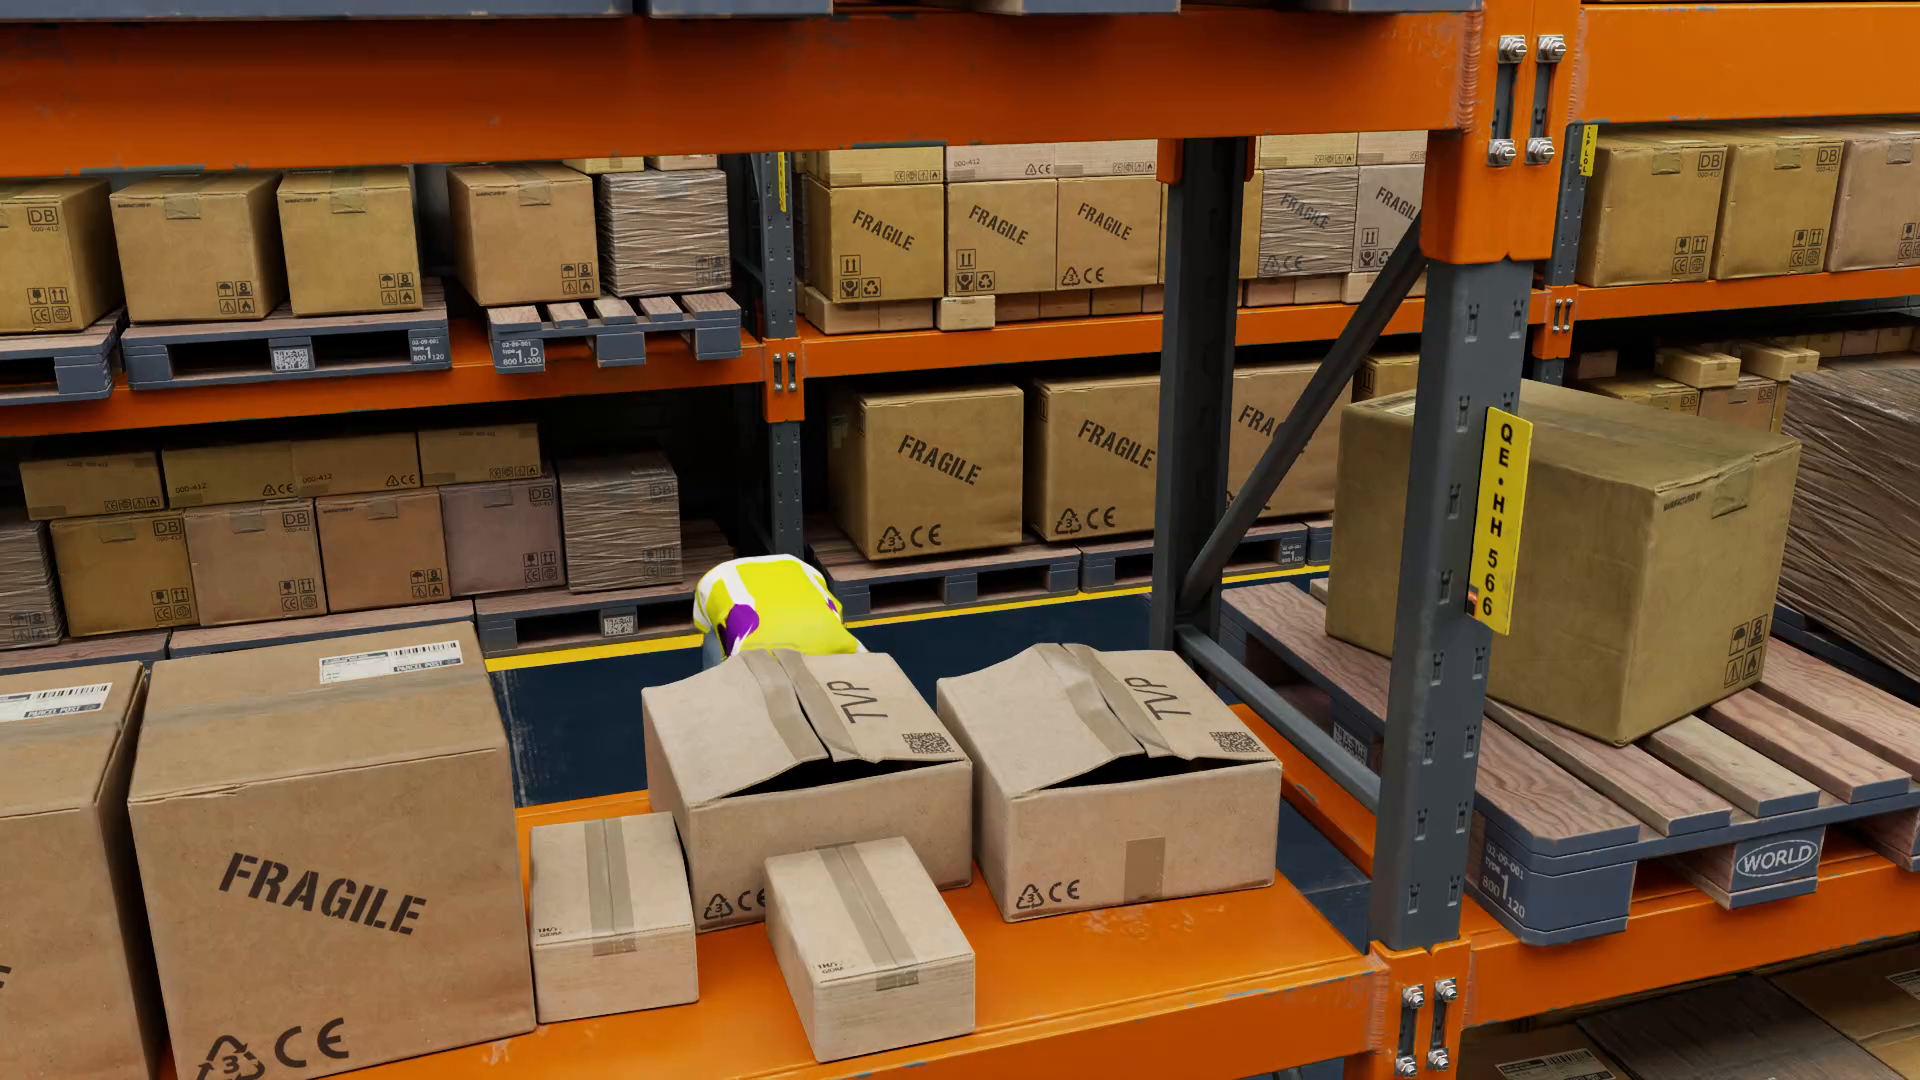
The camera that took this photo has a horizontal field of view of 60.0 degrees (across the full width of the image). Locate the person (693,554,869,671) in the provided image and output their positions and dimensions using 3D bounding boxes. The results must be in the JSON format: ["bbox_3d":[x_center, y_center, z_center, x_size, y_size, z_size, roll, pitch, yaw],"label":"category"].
[{"bbox_3d":[-0.549,0.615,5.371,0.493,1.031,0.979,-7,20,-20],"label":"person"}]
